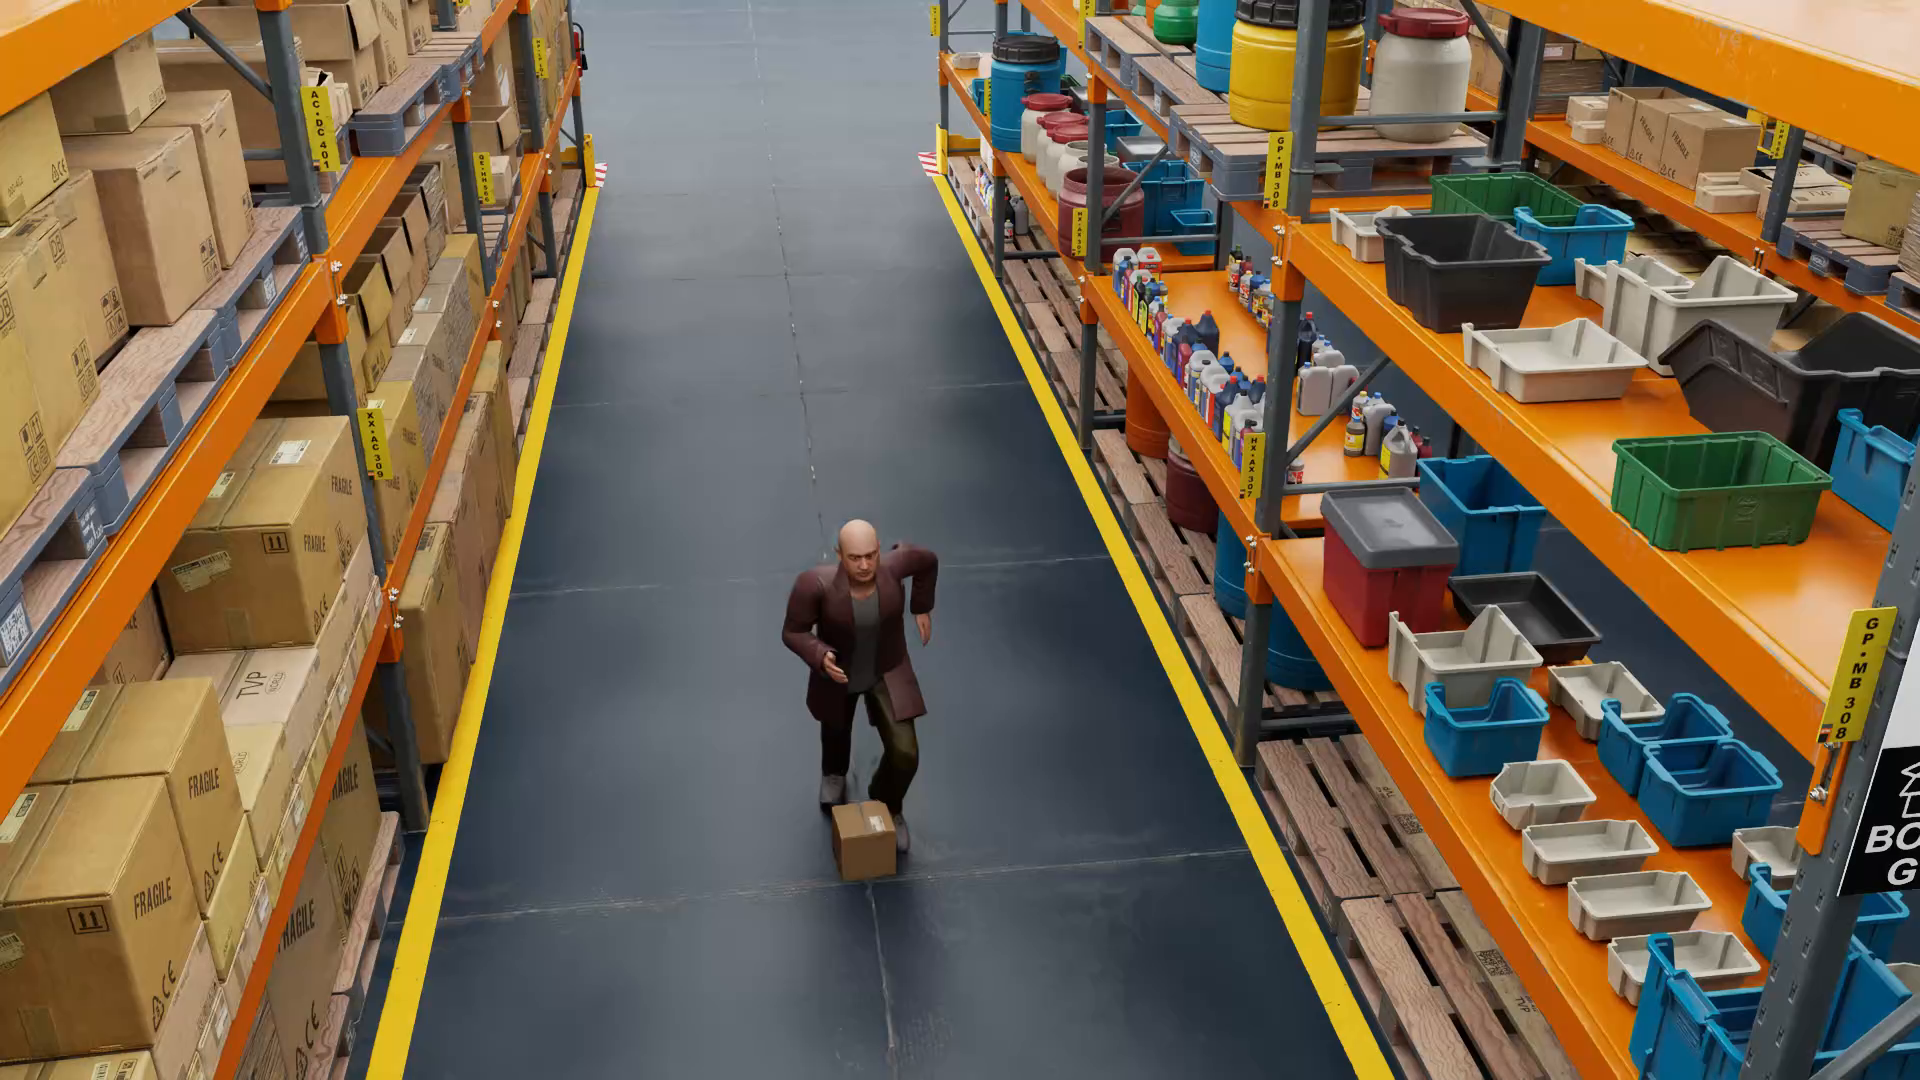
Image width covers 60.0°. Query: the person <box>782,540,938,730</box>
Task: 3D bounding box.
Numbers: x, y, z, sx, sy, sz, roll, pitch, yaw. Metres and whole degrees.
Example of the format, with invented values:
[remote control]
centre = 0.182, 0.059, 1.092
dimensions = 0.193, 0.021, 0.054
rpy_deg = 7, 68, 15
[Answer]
[person]
centre = -0.432, 0.448, 7.371
dimensions = 0.700, 0.938, 0.650
rpy_deg = -2, 27, -4
